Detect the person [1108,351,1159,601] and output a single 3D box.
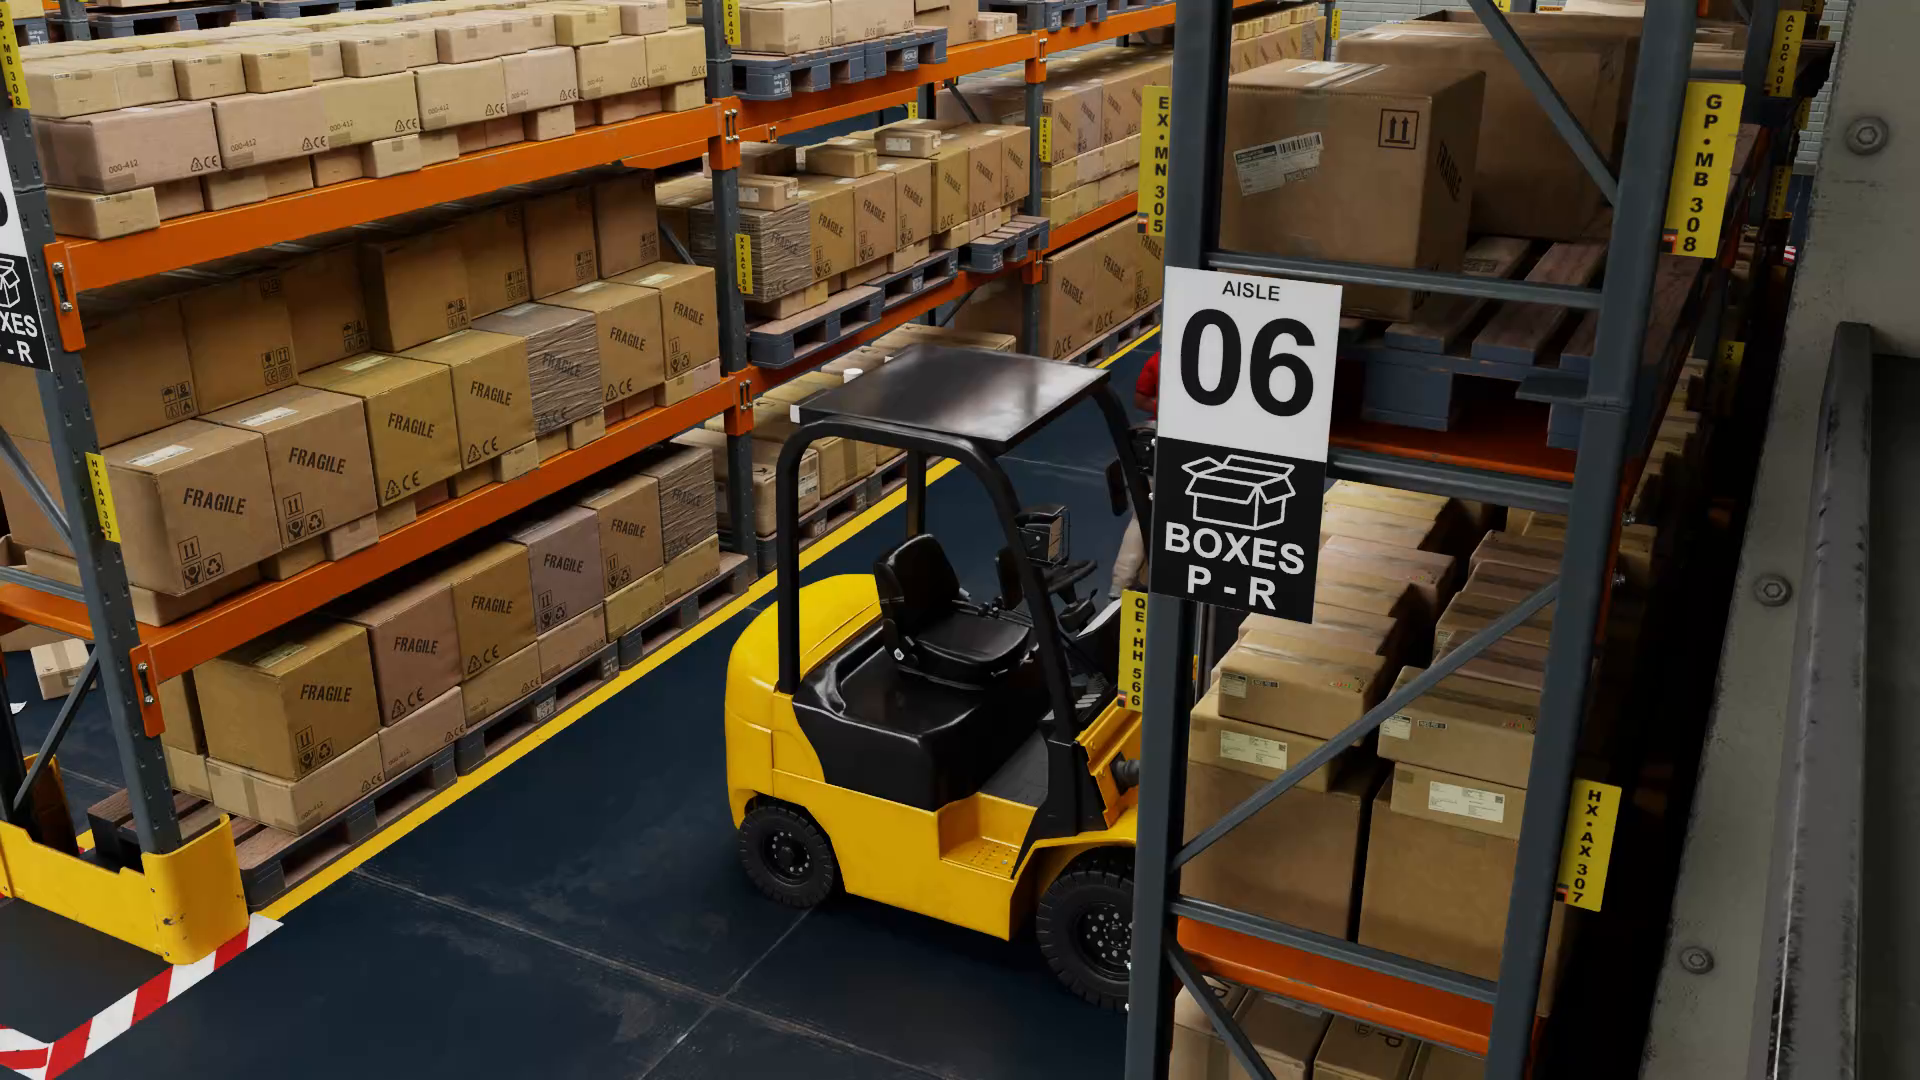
[{"bbox_3d":[1.225,-0.427,9.424,0.647,1.671,0.951,11,25,25],"label":"person"}]
